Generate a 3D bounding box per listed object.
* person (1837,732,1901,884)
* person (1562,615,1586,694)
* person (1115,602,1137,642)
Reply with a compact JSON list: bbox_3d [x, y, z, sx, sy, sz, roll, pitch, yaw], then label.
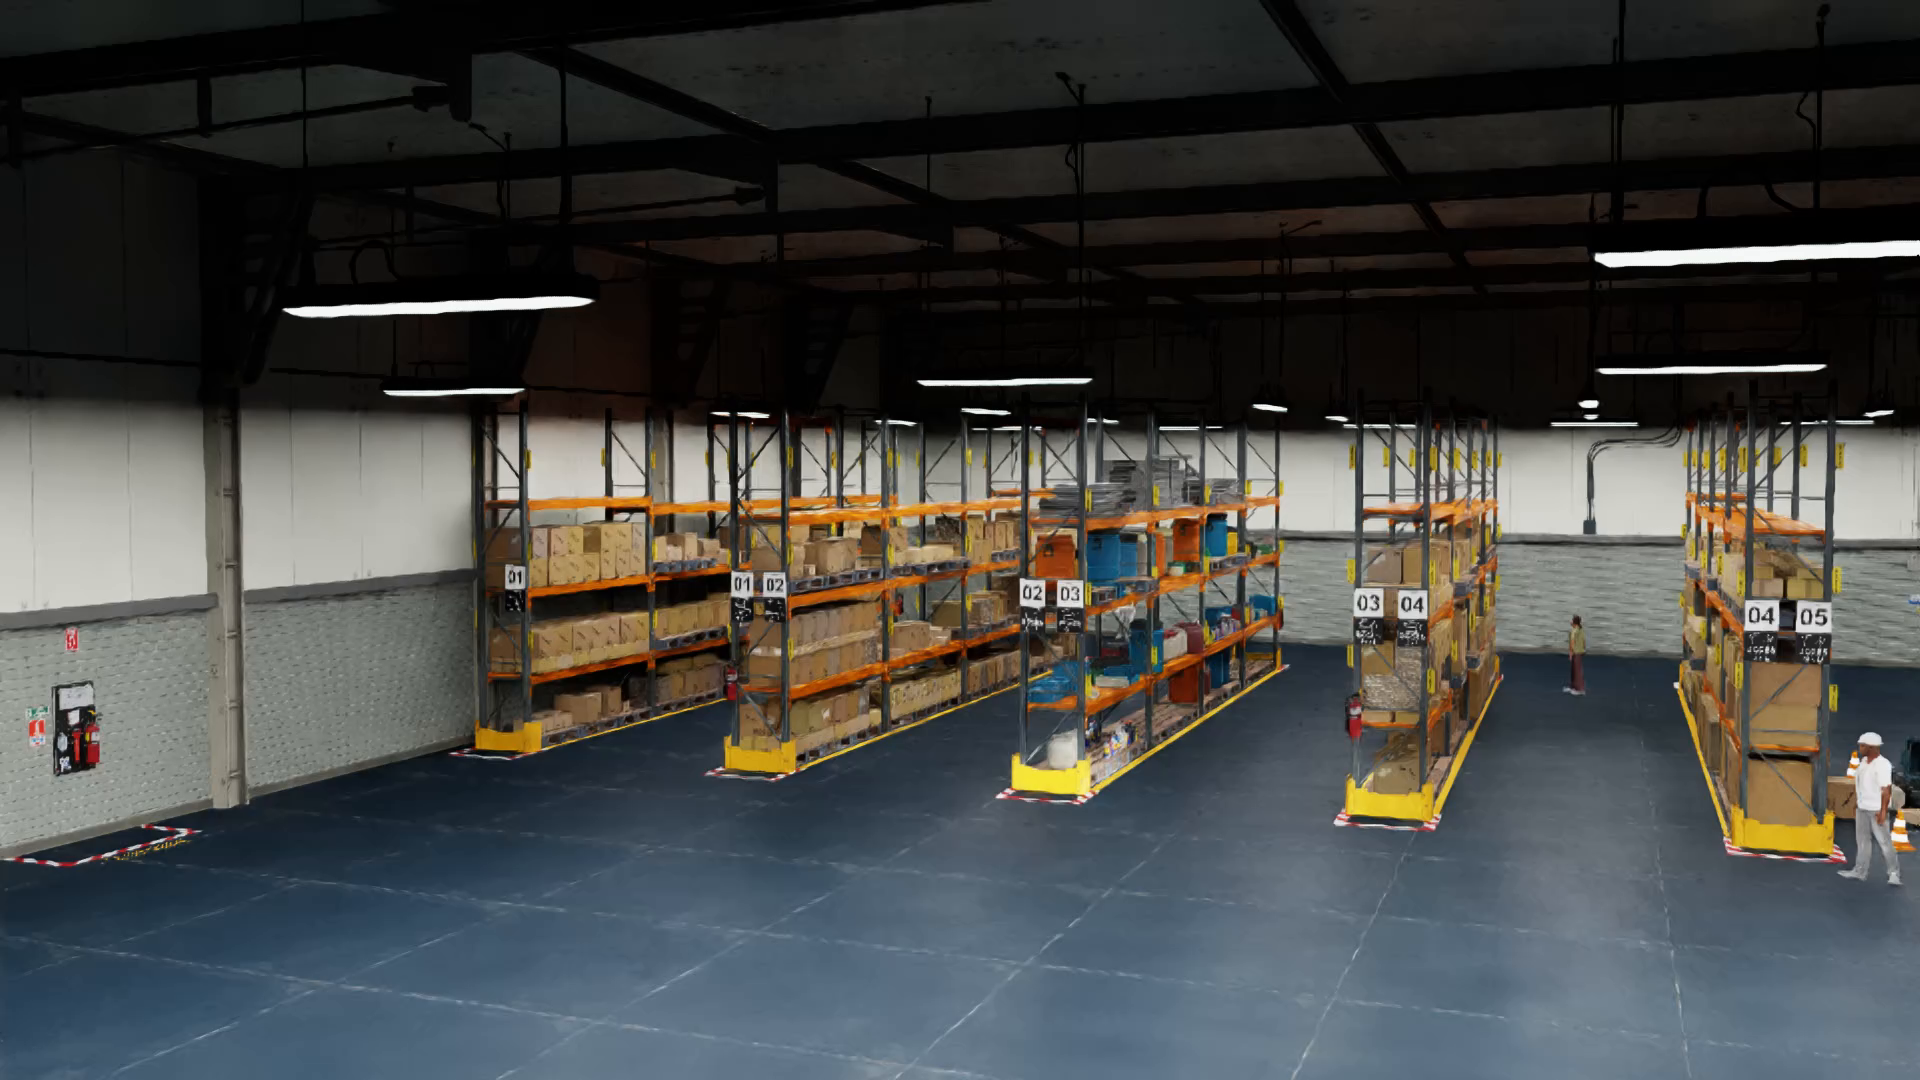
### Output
[{"bbox_3d":[10.822,3.165,19.714,0.550,1.770,0.683,0,3,1],"label":"person"},{"bbox_3d":[13.110,2.430,35.463,0.586,1.658,0.577,2,4,41],"label":"person"},{"bbox_3d":[4.565,1.898,45.738,0.597,1.772,0.573,-1,3,-14],"label":"person"}]
